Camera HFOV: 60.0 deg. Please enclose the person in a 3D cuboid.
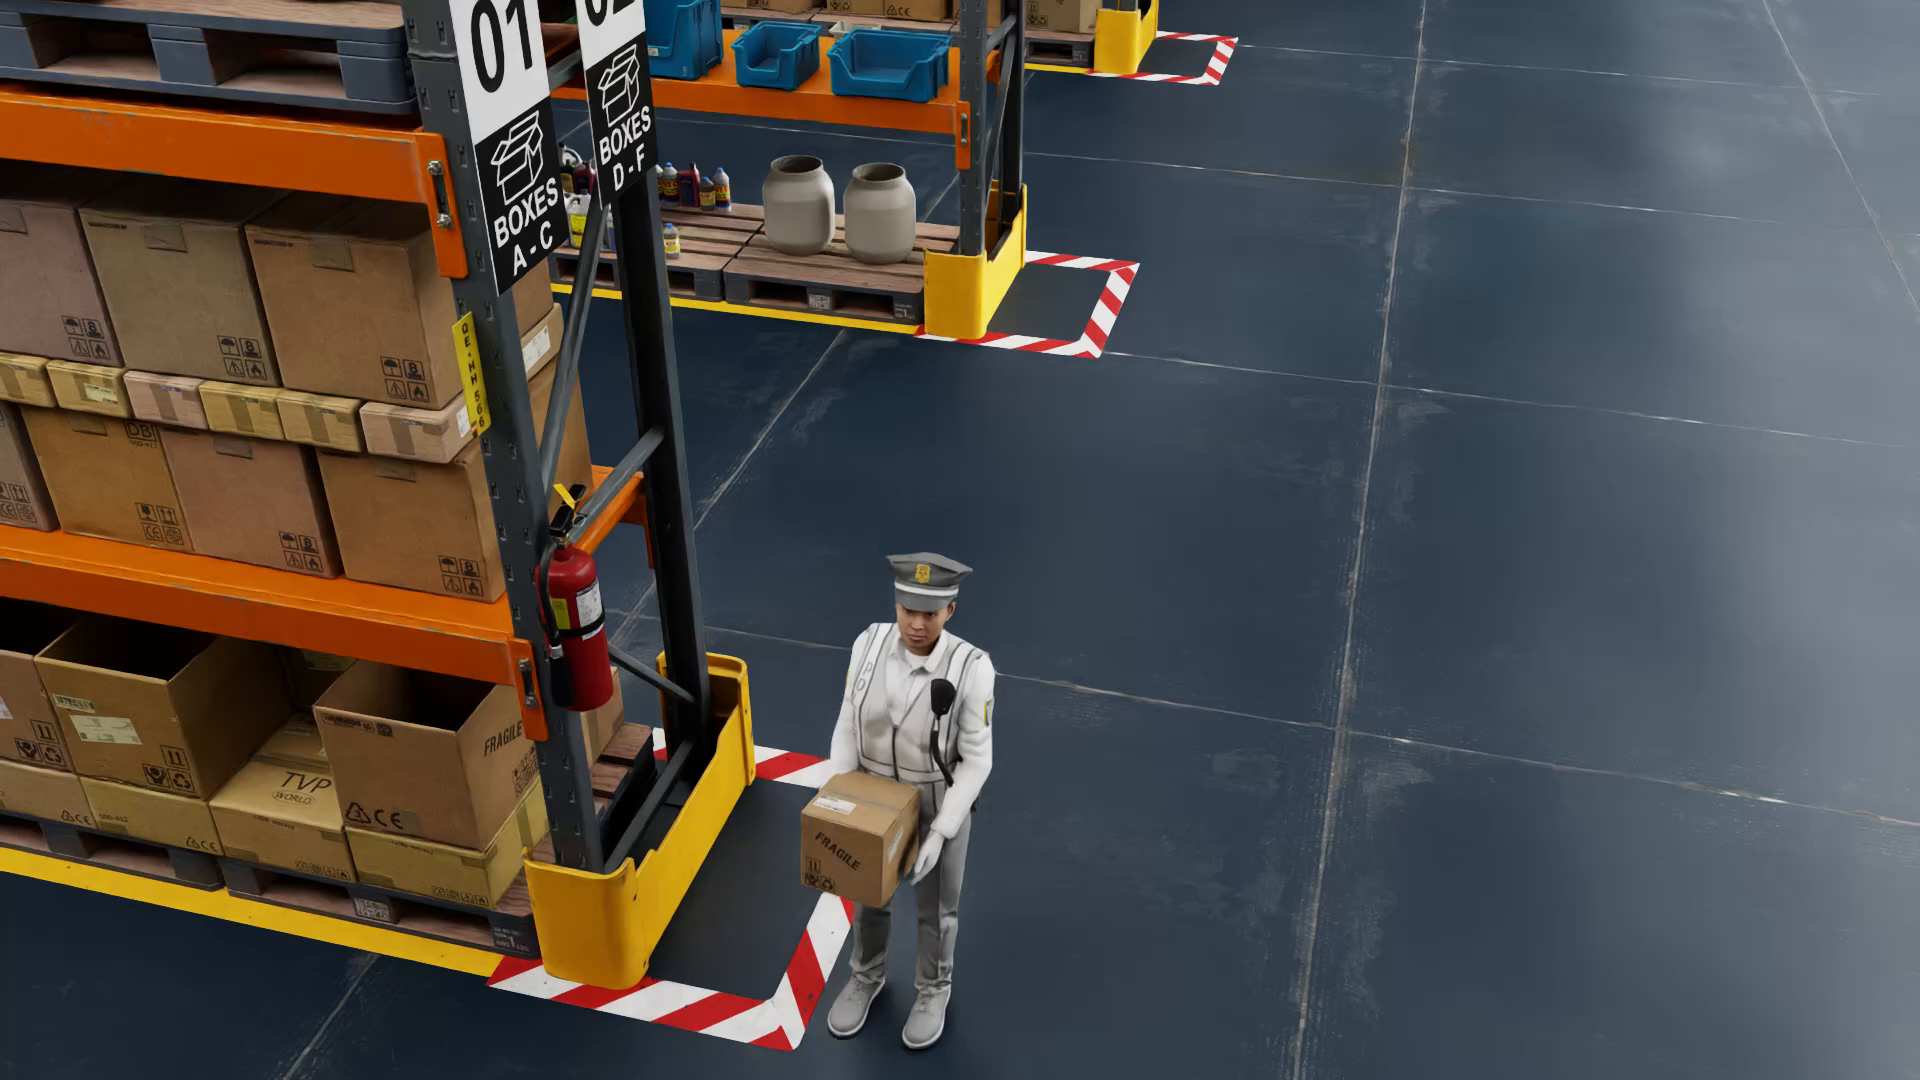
[{"bbox_3d":[-0.153,0.798,4.875,0.491,1.700,0.543,10,34,15],"label":"person"}]
